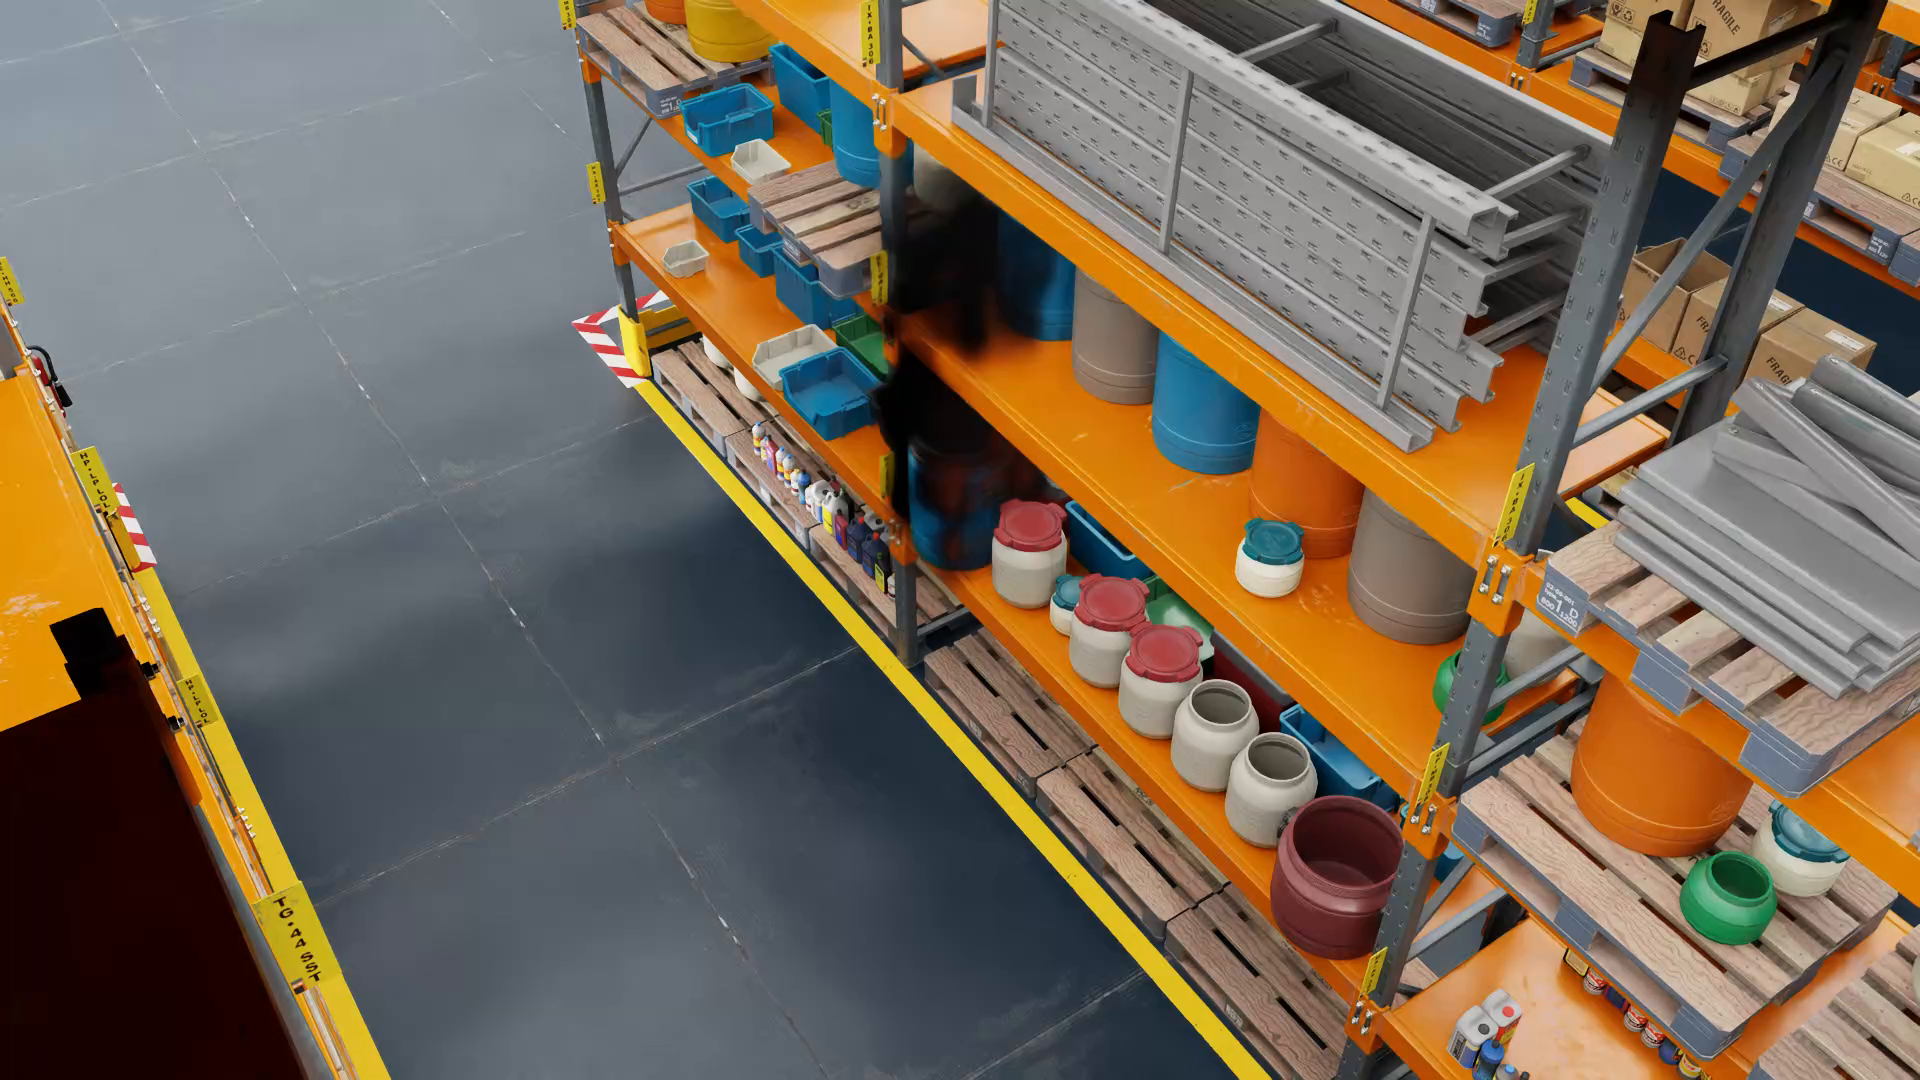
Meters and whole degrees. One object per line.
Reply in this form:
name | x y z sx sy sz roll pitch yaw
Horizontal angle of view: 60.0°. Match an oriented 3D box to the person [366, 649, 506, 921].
person | -2.700 1.255 8.677 0.632 1.893 0.709 -27 49 -26
